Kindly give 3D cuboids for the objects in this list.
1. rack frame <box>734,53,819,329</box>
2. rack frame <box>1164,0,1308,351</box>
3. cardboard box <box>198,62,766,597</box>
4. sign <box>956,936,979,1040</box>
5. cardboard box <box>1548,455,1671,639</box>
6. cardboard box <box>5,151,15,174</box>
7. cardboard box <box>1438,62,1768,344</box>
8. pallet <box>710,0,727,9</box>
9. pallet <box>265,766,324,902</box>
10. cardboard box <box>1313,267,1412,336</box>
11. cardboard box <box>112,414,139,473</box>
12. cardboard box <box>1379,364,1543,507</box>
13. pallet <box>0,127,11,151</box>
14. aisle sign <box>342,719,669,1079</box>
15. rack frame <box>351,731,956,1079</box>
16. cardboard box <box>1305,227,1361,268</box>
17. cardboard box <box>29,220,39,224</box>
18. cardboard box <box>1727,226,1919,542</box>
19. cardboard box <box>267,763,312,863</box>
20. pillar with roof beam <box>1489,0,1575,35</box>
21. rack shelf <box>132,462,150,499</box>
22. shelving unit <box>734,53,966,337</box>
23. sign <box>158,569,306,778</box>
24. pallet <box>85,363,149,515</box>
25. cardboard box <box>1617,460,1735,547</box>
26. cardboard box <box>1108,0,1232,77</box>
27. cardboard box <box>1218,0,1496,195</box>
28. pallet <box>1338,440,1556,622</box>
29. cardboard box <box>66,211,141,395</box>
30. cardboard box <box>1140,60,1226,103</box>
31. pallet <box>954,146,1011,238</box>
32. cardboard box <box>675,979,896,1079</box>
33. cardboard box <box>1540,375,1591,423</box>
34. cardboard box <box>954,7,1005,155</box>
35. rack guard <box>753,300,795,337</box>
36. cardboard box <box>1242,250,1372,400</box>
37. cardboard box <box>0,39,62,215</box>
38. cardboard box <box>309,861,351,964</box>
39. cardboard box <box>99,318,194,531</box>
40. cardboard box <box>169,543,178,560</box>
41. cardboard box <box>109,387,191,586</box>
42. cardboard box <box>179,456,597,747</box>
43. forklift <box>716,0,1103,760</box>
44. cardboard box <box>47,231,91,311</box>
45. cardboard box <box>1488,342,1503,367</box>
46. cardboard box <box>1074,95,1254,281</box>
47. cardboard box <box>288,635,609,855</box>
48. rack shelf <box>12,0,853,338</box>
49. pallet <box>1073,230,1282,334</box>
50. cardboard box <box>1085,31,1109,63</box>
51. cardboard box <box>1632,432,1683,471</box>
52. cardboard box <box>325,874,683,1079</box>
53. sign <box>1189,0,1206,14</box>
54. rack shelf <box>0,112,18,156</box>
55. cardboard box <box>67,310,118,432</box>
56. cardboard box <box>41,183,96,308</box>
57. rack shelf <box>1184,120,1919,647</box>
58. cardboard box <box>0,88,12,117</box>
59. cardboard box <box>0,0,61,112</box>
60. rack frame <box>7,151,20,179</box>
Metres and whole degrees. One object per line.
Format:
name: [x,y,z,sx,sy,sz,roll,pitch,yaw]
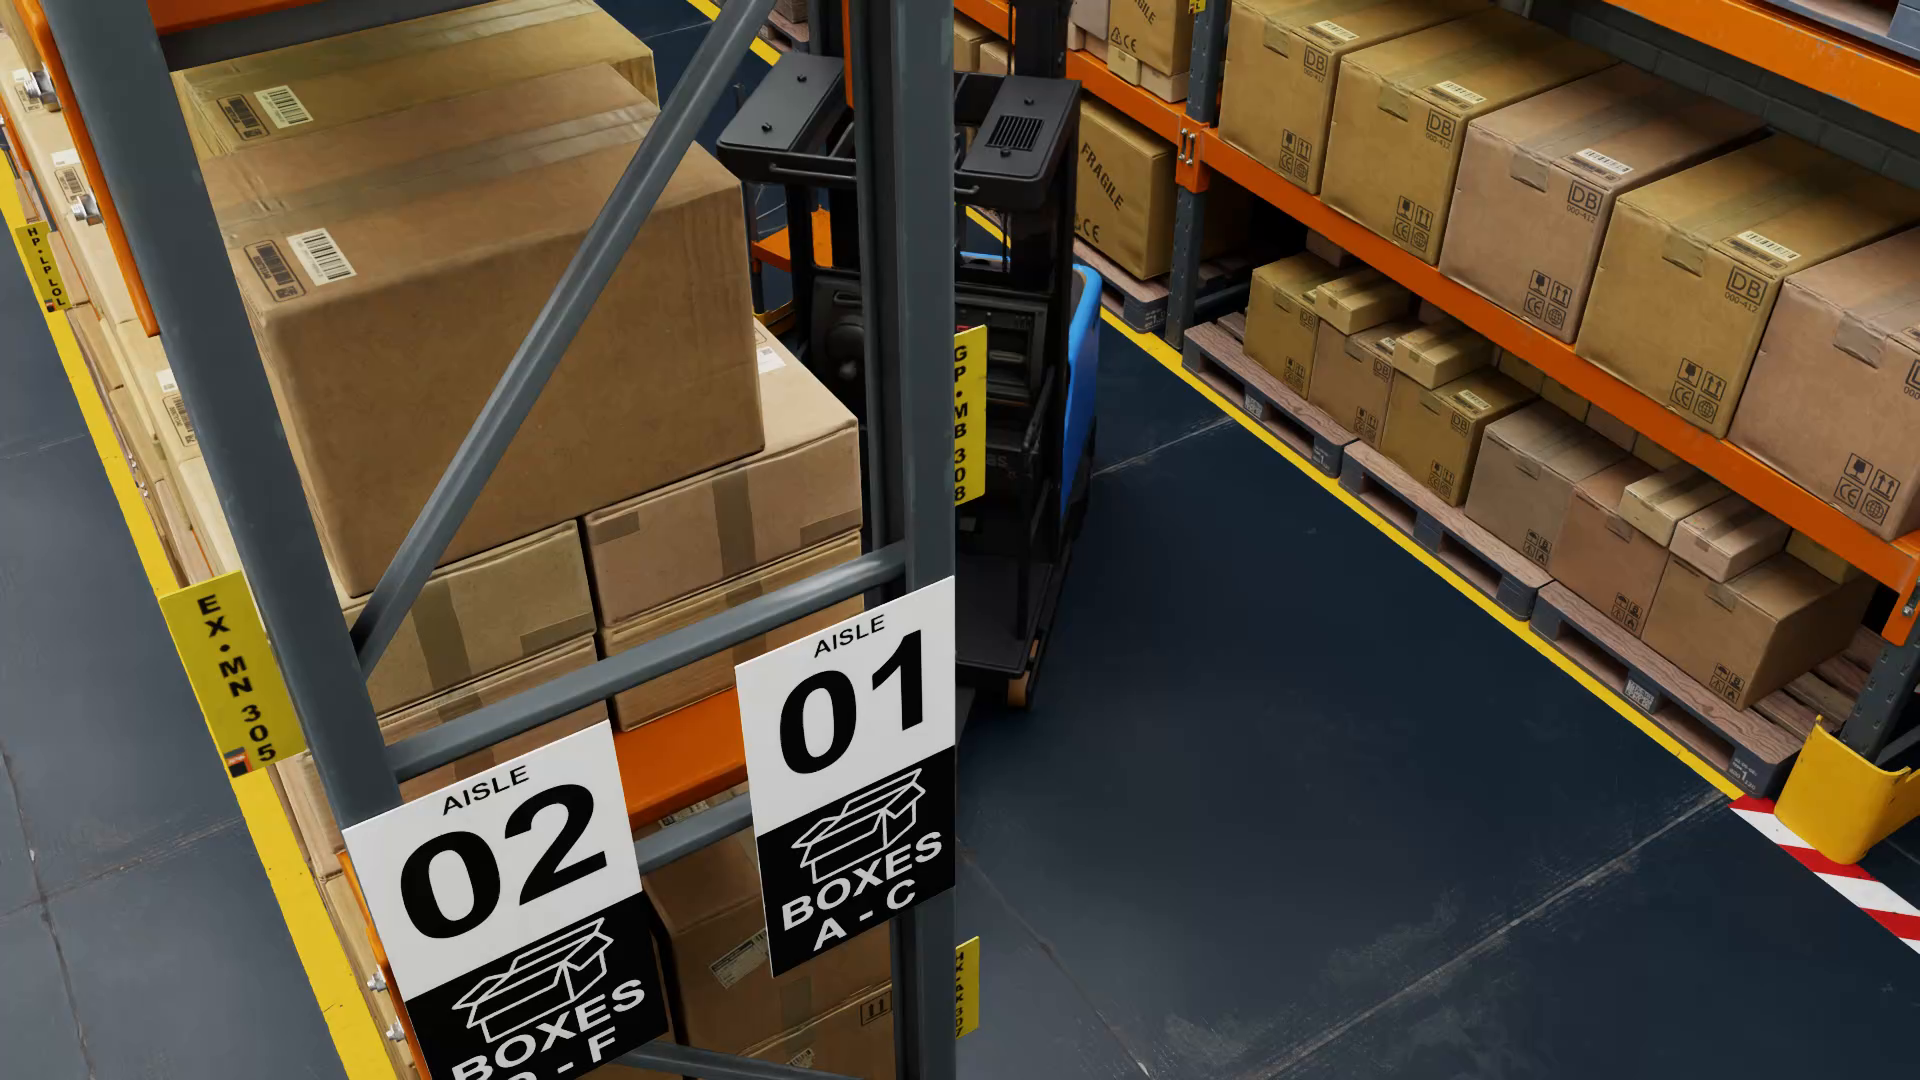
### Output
rack frame: [-0.922,-1.735,8.661,0.032,1.500,0.500,28,47,29]
rack frame: [1.564,-2.375,8.257,1.000,3.000,0.127,-22,45,-24]
cardboard box: [-0.750,-0.355,2.631,0.700,0.500,0.500,-22,45,-24]
sign: [-0.003,0.972,3.564,0.100,0.325,0.005,-22,45,-24]
cardboard box: [2.985,-0.030,7.068,0.700,0.500,0.500,-22,45,-25]
cardboard box: [-5.530,-2.409,10.117,0.500,0.250,0.500,-23,45,-25]
cardboard box: [2.629,-1.406,6.860,0.980,0.700,0.700,-24,46,-26]
pallet: [-1.658,-4.543,13.037,1.003,0.211,1.213,-22,45,-24]
pallet: [-2.242,0.775,6.656,1.003,0.211,1.213,-22,45,-24]
cardboard box: [1.910,-1.138,7.891,0.380,0.149,0.250,-21,44,-23]
cardboard box: [-3.377,-0.314,7.392,0.500,0.500,0.500,-22,45,-24]
cardboard box: [2.421,-0.587,7.736,0.700,0.500,0.500,-21,44,-23]
pallet: [-4.338,-2.411,8.450,1.213,0.211,1.003,-22,45,-24]
aisle sign: [-0.682,0.635,2.614,0.394,0.787,0.004,-22,45,-24]
rack frame: [-0.460,1.491,3.617,1.000,3.000,0.127,-22,45,-24]
cardboard box: [1.969,-1.533,8.364,0.380,0.149,0.250,-22,45,-25]
cardboard box: [-4.472,-1.411,8.709,0.500,0.500,0.500,-24,45,-26]
cardboard box: [3.432,-0.603,5.896,0.980,0.700,0.700,-20,44,-23]
cardboard box: [-1.486,0.373,4.101,0.500,0.500,0.500,-21,44,-23]
pillar with roof beam: [-0.960,-3.118,4.462,9.100,9.000,0.400,-22,45,-24]
rack shelf: [-1.535,0.688,5.143,1.077,0.370,4.000,-22,45,-24]
shelving unit: [-0.524,-1.523,8.406,1.083,1.500,0.587,28,47,29]
sign: [-0.939,0.179,2.157,0.100,0.325,0.005,-22,45,-24]
pallet: [-3.740,-0.682,8.403,1.003,0.211,1.213,-22,45,-24]
cardboard box: [2.893,-0.154,6.709,0.380,0.149,0.250,-21,44,-23]
cardboard box: [1.103,-2.698,8.318,0.500,0.500,0.500,-23,45,-25]
cardboard box: [1.842,-2.192,7.803,0.980,0.700,0.700,-22,44,-24]
pallet: [2.567,-0.207,7.834,1.003,0.211,1.213,-22,45,-24]
cardboard box: [-1.486,-0.526,3.422,0.500,0.250,0.500,-22,45,-24]
cardboard box: [1.143,-2.371,8.433,0.380,0.149,0.250,-22,44,-24]
pallet: [0.425,-2.353,10.409,1.003,0.211,1.213,-22,45,-24]
cardboard box: [-0.476,1.123,3.982,0.500,0.500,0.500,-21,44,-24]
cardboard box: [2.806,-0.695,7.358,0.380,0.149,0.250,-22,44,-24]
cardboard box: [0.163,-2.952,10.301,0.750,0.750,0.750,-22,45,-25]
rack guard: [-0.907,-1.247,9.051,0.087,0.250,0.587,28,47,29]
cardboard box: [1.879,-1.137,8.396,0.700,0.500,0.500,-22,44,-24]
cardboard box: [-2.029,-1.063,4.066,0.500,0.250,0.500,-22,45,-24]
cardboard box: [-1.476,0.755,4.423,0.500,0.500,0.500,-22,45,-24]
cardboard box: [-1.498,-0.329,3.576,0.500,0.250,0.500,-22,45,-24]
cardboard box: [-2.567,-0.337,5.733,0.500,0.500,0.500,-21,44,-23]
cardboard box: [-2.041,-0.183,4.767,0.500,0.500,0.500,-24,45,-26]
cardboard box: [-0.951,0.015,2.772,0.500,0.250,0.500,-22,45,-24]
forklift: [-0.173,-0.699,6.300,1.130,2.935,3.031,9,41,10]
cardboard box: [-2.595,-0.739,5.435,0.500,0.500,0.500,-21,44,-23]
cardboard box: [2.531,-0.970,7.689,0.380,0.149,0.250,-22,44,-24]
cardboard box: [1.105,-2.016,9.178,0.750,0.750,0.750,-22,44,-24]
cardboard box: [-0.959,0.210,2.929,0.500,0.250,0.500,-22,45,-24]
rack shelf: [-1.535,-1.615,3.224,1.077,0.370,4.000,-22,45,-24]
pallet: [1.085,-1.694,9.618,1.003,0.211,1.213,-22,45,-24]
cardboard box: [0.886,-2.654,8.773,0.380,0.149,0.250,-21,44,-23]
cardboard box: [3.082,-0.419,7.028,0.380,0.149,0.250,-22,45,-24]
cardboard box: [-0.931,0.923,3.440,0.500,0.500,0.500,-23,45,-25]
sign: [1.111,-2.597,7.681,0.100,0.325,0.005,-22,45,-24]
rack shelf: [-3.686,-2.623,6.774,1.077,0.370,4.000,-22,45,-24]
cardboard box: [-3.921,-0.858,8.046,0.500,0.500,0.500,-24,45,-26]
cardboard box: [-2.025,-0.873,4.229,0.500,0.250,0.500,-22,45,-24]
rack shelf: [2.639,-1.019,7.192,1.077,0.370,4.000,-22,45,-24]
cardboard box: [-2.558,-1.415,4.879,0.500,0.250,0.500,-22,45,-24]
cardboard box: [-1.894,-1.407,3.893,0.700,0.500,0.500,-22,45,-24]
rack frame: [-4.762,-2.827,8.799,1.000,3.000,0.127,-22,45,-24]
